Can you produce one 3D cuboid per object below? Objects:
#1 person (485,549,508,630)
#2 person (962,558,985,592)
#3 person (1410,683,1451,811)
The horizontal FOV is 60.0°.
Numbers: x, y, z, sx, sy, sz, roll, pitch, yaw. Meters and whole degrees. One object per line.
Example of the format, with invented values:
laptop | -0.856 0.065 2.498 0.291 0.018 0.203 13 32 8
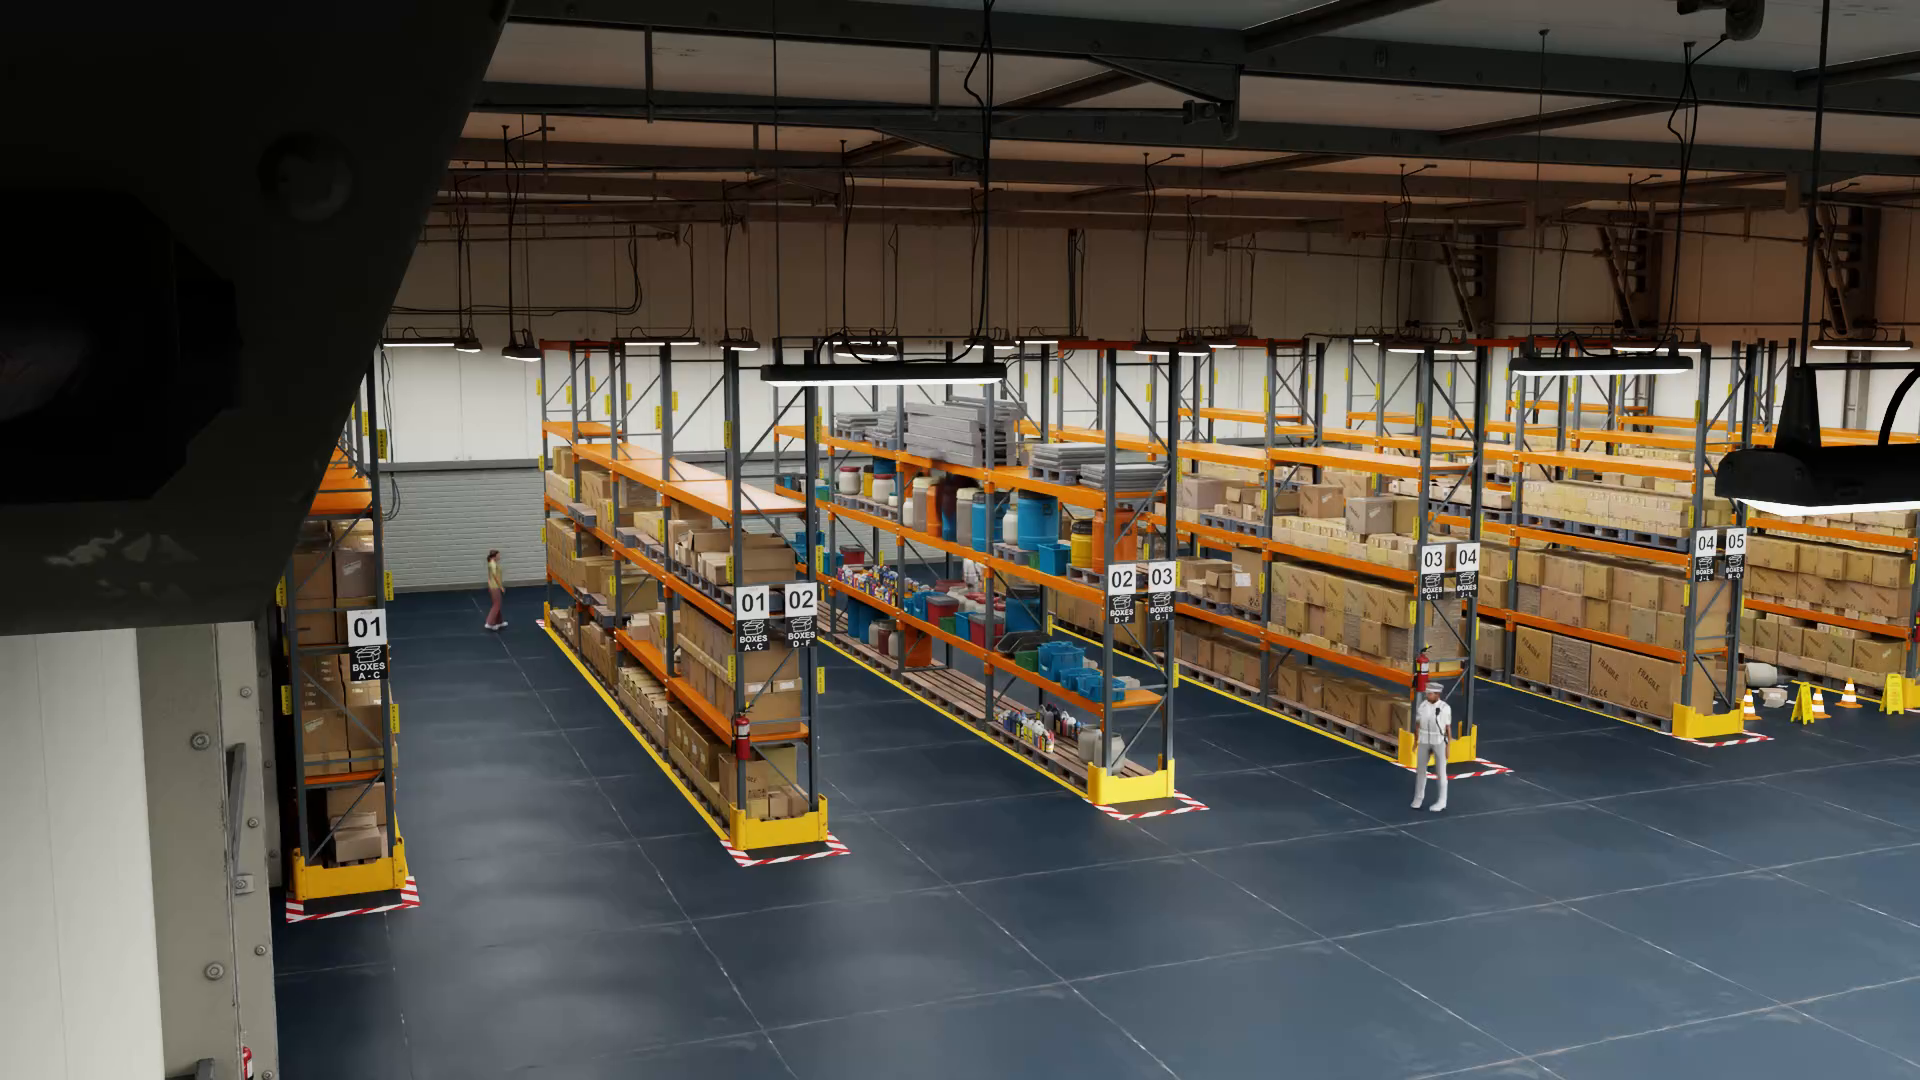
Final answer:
person | -9.633 1.006 34.458 0.490 1.670 0.498 -3 8 -19
person | 0.282 0.894 35.036 0.564 1.772 0.404 7 10 44
person | 6.143 2.677 21.719 0.503 1.677 0.414 5 9 36
